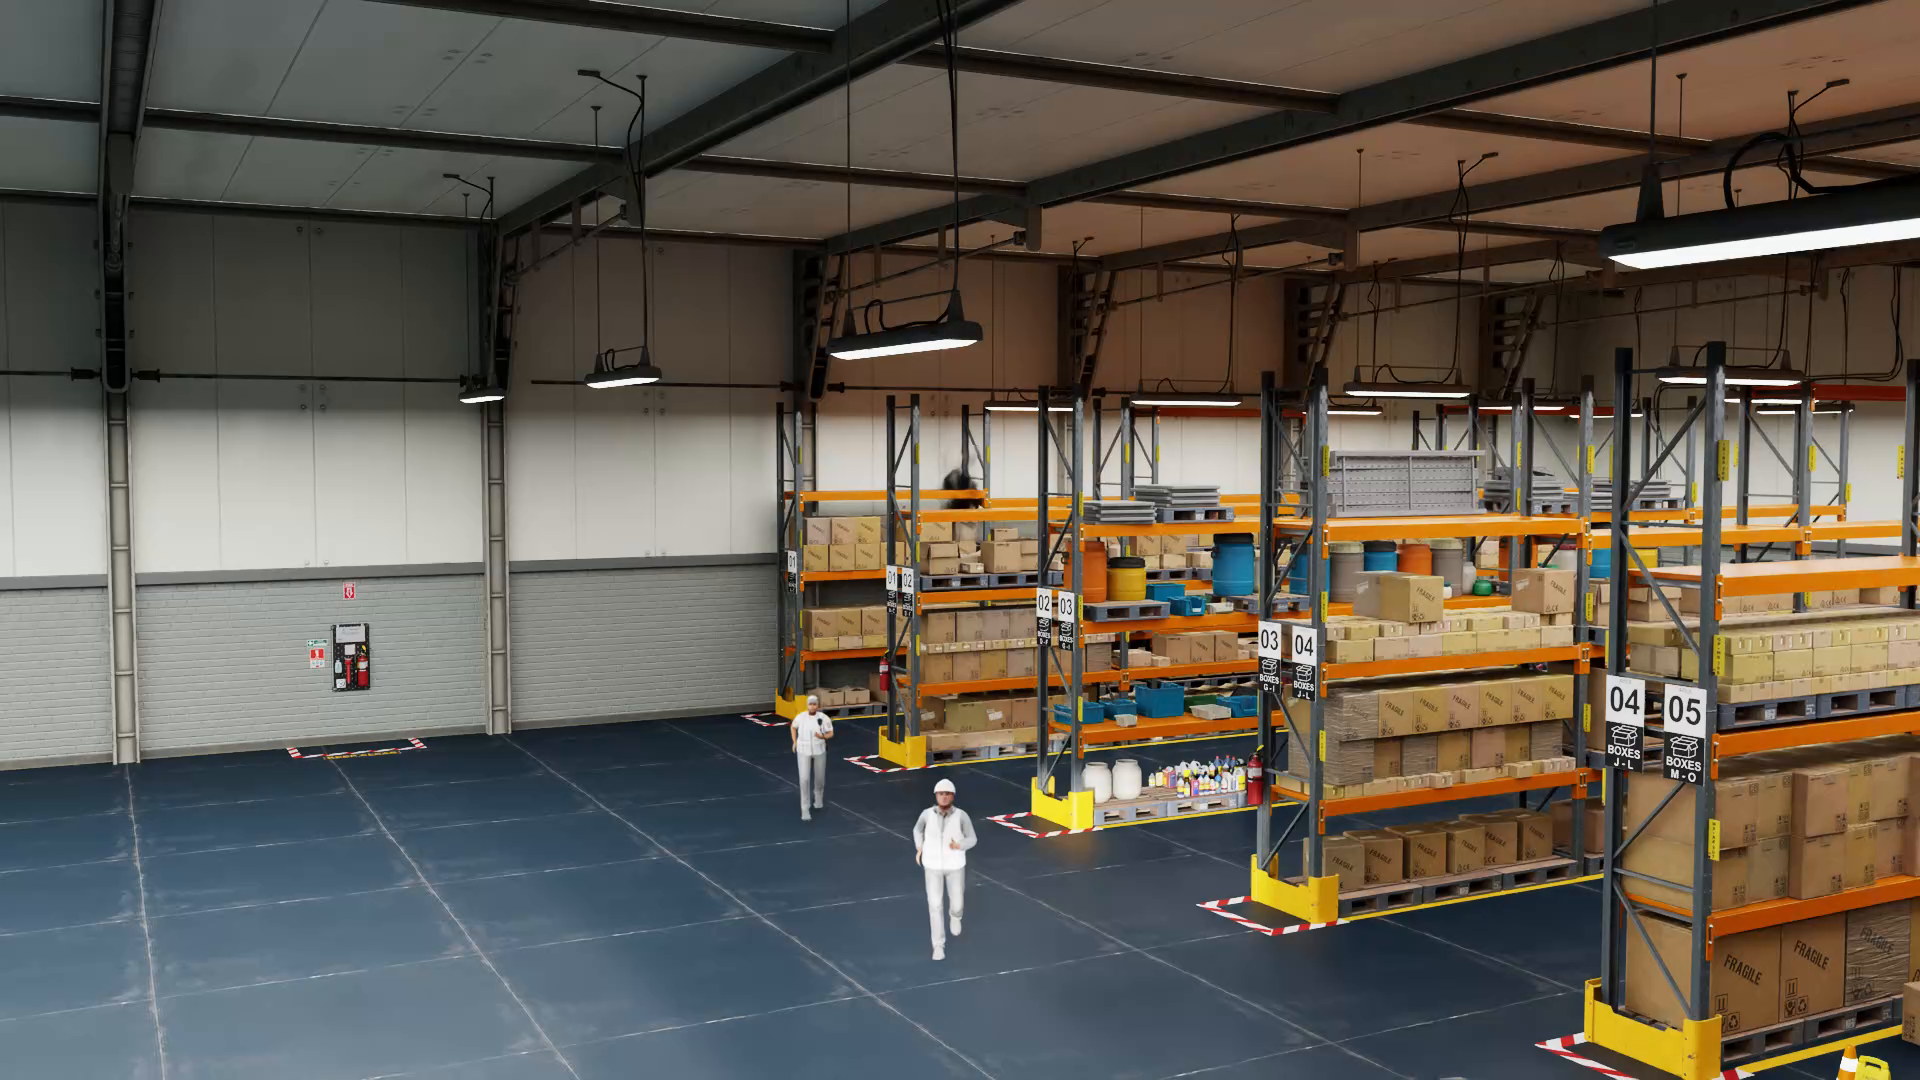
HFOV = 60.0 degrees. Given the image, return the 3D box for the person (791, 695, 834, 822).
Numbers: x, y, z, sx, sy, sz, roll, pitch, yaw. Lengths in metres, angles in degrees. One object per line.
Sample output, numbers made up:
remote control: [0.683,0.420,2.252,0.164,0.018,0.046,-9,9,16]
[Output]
person: [-2.061,3.004,23.232,0.594,1.689,0.895,0,3,-6]

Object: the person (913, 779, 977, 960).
person: [-0.161,3.318,16.973,0.667,1.750,0.919,0,3,3]
